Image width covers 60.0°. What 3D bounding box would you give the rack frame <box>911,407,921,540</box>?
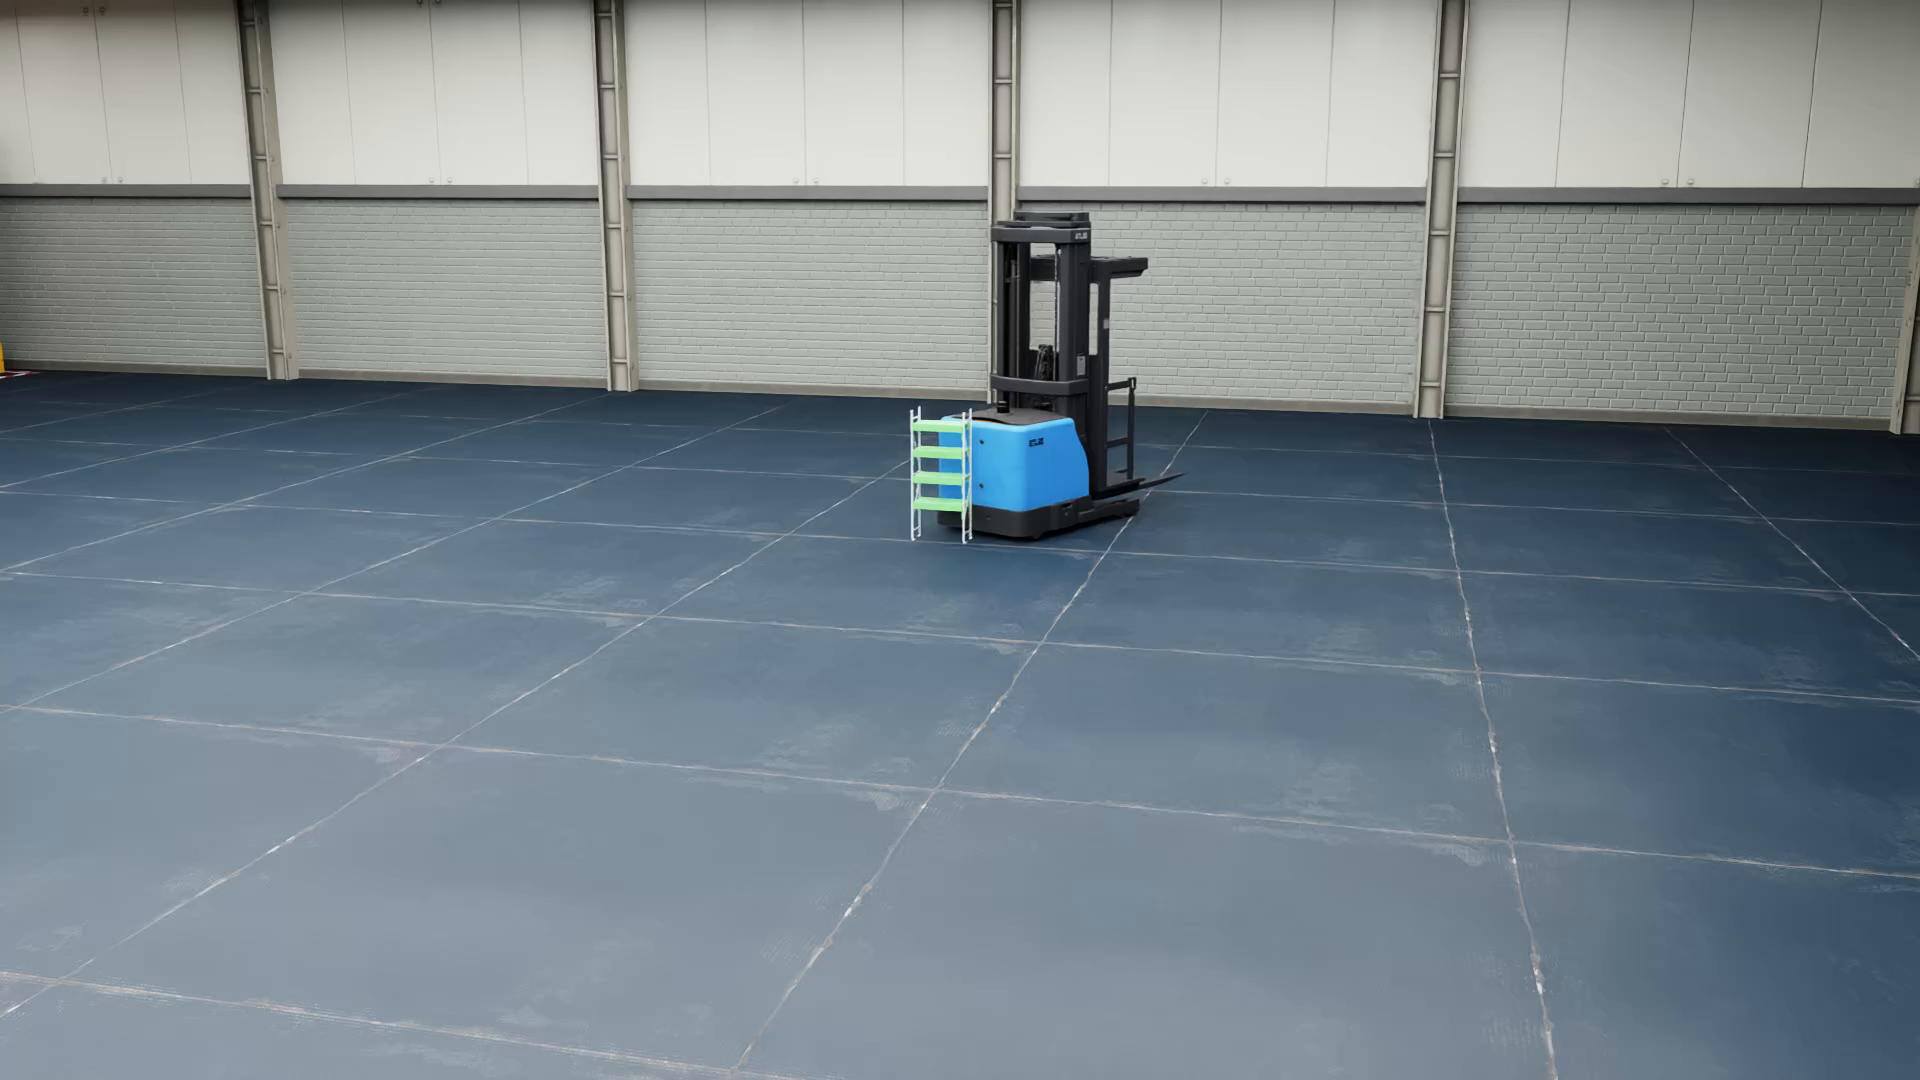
[{"bbox_3d":[-0.404,-0.607,15.216,0.015,1.200,0.240,4,13,16],"label":"rack frame"}]

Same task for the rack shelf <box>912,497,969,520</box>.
[{"bbox_3d":[-0.170,-0.296,15.215,0.480,0.148,0.258,4,13,16],"label":"rack shelf"}]

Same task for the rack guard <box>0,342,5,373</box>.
[{"bbox_3d":[-16.369,-2.962,27.447,0.348,0.500,1.175,3,13,14],"label":"rack guard"}]

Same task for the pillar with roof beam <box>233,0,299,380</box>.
[{"bbox_3d":[-12.058,-6.122,22.066,0.400,9.000,9.100,3,13,14],"label":"pillar with roof beam"}]

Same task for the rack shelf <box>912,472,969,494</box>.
[{"bbox_3d":[-0.170,-0.530,15.163,0.480,0.148,0.258,4,13,16],"label":"rack shelf"}]

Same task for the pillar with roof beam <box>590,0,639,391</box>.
[{"bbox_3d":[-6.233,-5.810,20.662,0.400,9.000,9.100,3,13,14],"label":"pillar with roof beam"}]

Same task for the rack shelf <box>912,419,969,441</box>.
[{"bbox_3d":[-0.170,-0.998,15.059,0.480,0.148,0.258,4,13,16],"label":"rack shelf"}]

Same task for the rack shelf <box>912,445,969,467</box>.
[{"bbox_3d":[-0.170,-0.764,15.111,0.480,0.148,0.258,4,13,16],"label":"rack shelf"}]

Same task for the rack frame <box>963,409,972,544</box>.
[{"bbox_3d":[0.064,-0.577,15.082,0.015,1.200,0.240,4,13,16],"label":"rack frame"}]

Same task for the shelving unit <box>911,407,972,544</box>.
[{"bbox_3d":[-0.170,-0.592,15.149,0.503,1.200,0.258,4,13,16],"label":"shelving unit"}]

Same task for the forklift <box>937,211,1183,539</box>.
[{"bbox_3d":[1.112,-1.699,16.141,1.130,2.935,3.031,10,16,38],"label":"forklift"}]

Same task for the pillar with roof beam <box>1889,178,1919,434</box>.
[{"bbox_3d":[11.243,-4.876,16.452,0.400,9.000,9.100,3,13,14],"label":"pillar with roof beam"}]

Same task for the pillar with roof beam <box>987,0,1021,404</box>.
[{"bbox_3d":[-0.408,-5.499,19.259,0.400,9.000,9.100,3,13,14],"label":"pillar with roof beam"}]

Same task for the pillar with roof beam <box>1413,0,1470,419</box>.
[{"bbox_3d":[5.417,-5.187,17.855,0.400,9.000,9.100,3,13,14],"label":"pillar with roof beam"}]
